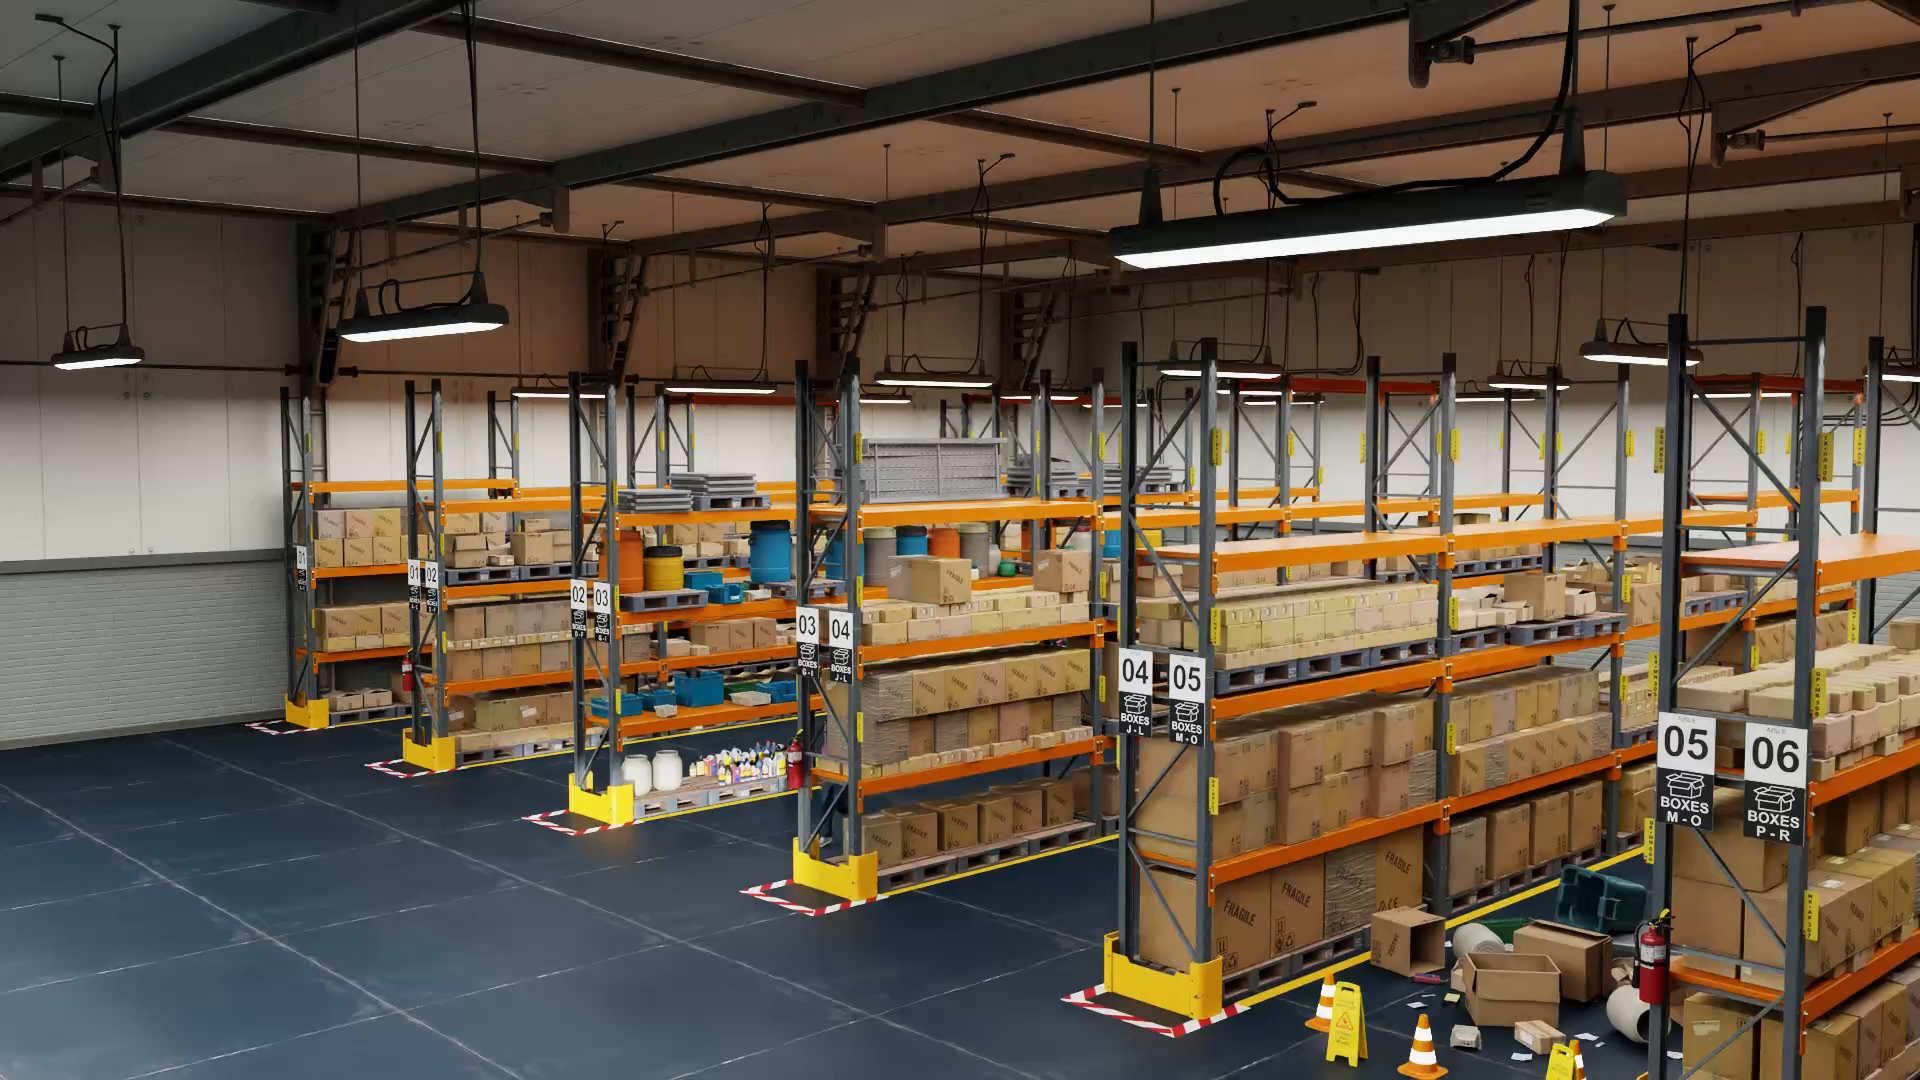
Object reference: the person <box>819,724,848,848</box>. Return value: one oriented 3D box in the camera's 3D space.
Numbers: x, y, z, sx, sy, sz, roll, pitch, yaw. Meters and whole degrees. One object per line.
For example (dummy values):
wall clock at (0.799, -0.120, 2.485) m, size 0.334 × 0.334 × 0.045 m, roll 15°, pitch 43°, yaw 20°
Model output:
person at (-1.558, 3.036, 20.955) m, size 0.539 × 1.592 × 0.739 m, roll 3°, pitch 5°, yaw 41°

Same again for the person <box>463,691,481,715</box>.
person at (-8.288, 2.495, 28.375) m, size 0.707 × 1.793 × 0.741 m, roll 3°, pitch 5°, yaw 41°
